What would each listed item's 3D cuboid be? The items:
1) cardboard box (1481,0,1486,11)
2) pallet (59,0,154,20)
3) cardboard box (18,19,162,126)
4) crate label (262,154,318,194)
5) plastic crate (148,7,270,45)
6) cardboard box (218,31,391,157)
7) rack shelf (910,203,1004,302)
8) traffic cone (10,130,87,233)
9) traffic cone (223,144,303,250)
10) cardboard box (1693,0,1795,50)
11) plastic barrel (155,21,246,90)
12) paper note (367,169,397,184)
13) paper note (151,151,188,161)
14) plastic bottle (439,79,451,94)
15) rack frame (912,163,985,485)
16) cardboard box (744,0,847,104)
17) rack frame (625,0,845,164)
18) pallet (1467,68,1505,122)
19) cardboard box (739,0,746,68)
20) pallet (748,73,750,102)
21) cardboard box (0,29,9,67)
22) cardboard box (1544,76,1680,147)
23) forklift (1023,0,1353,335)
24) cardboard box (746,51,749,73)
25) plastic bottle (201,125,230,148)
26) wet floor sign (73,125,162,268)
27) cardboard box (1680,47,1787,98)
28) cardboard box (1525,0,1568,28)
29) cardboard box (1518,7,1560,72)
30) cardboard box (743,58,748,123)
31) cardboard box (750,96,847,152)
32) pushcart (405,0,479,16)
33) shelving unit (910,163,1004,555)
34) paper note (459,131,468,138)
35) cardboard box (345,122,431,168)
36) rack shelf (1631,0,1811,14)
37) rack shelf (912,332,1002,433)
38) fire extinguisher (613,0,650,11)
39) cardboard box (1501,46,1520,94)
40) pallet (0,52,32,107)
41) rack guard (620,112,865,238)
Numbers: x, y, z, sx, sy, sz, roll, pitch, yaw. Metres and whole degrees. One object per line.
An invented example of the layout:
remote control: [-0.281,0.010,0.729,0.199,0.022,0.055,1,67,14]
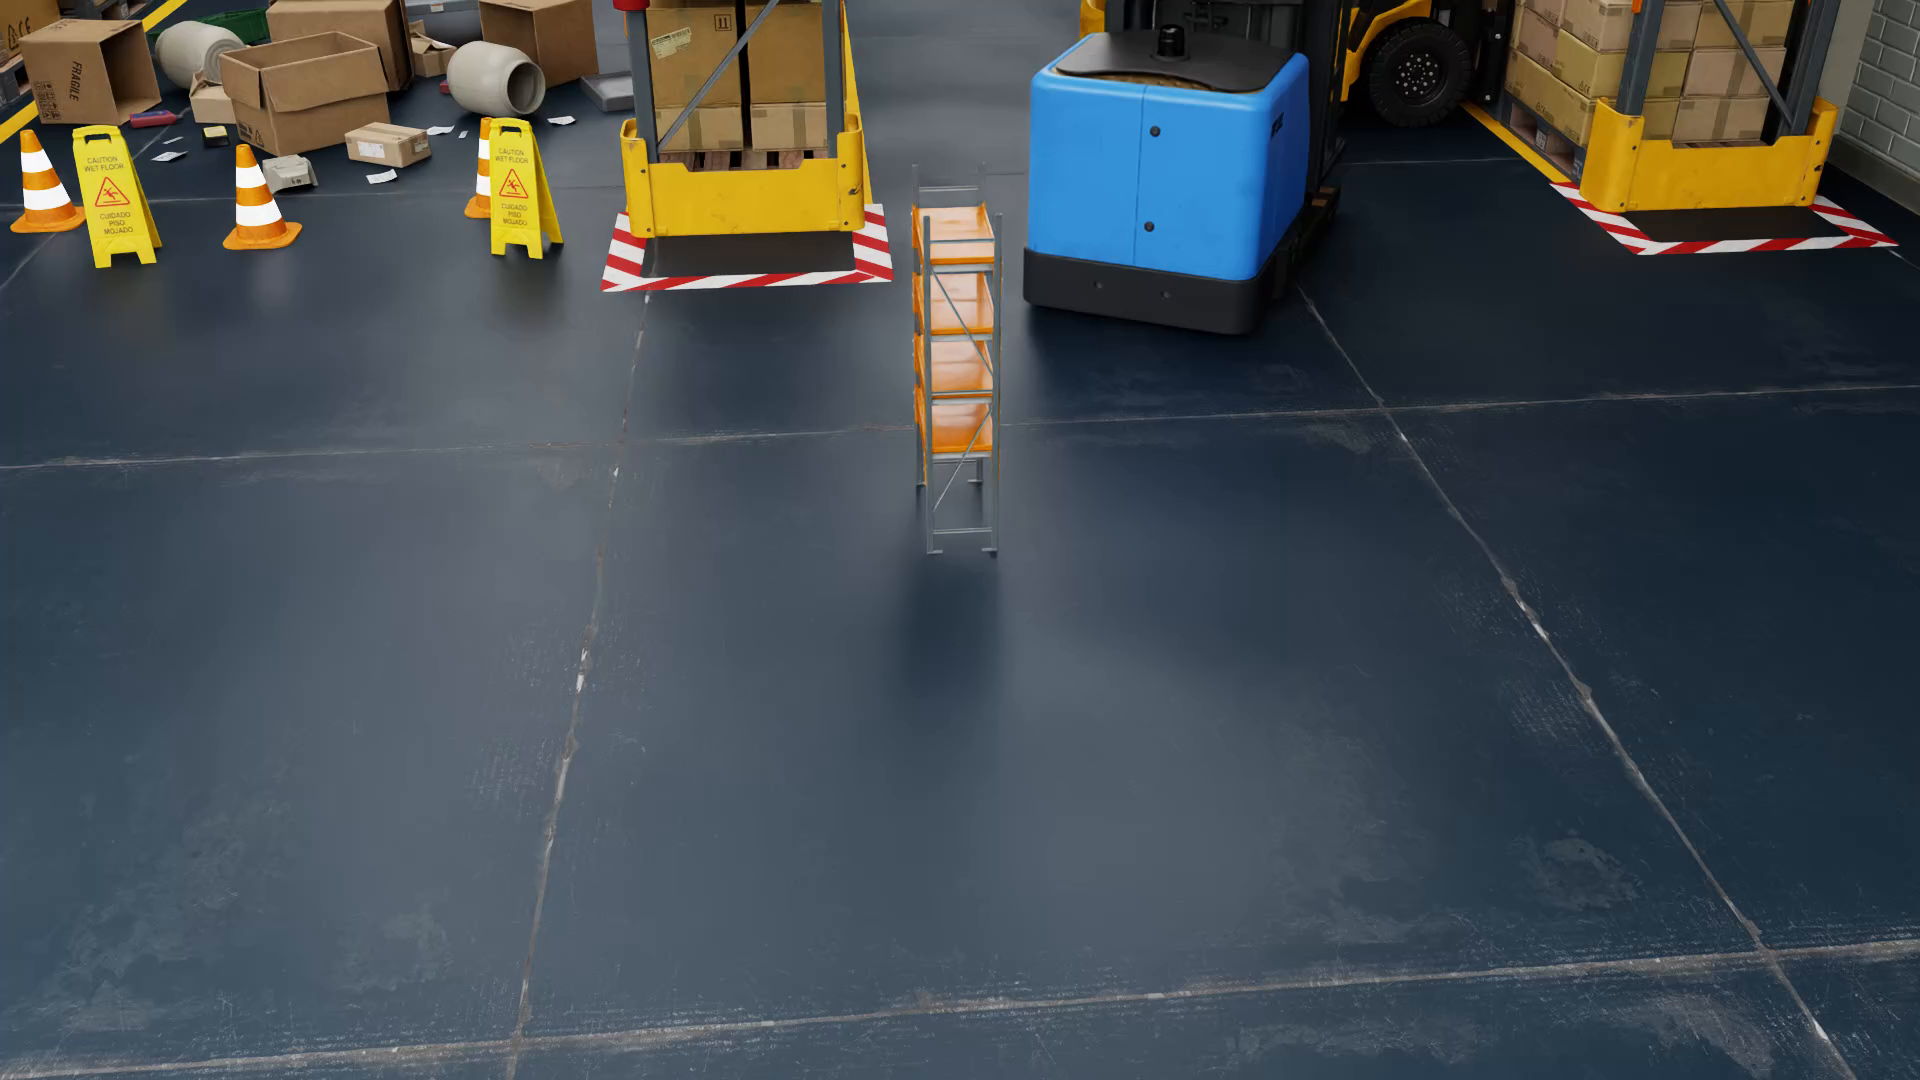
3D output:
cardboard box: [3.369,-3.326,10.178,0.500,0.250,0.500,-3,31,-5]
pallet: [-6.507,-3.810,11.923,1.003,0.211,1.213,-3,31,-5]
cardboard box: [-5.193,-2.802,9.950,0.500,0.500,0.500,2,31,4]
crate label: [-3.600,-1.964,8.904,0.250,0.136,0.298,-20,36,-30]
plastic crate: [-5.039,-3.409,11.217,0.450,0.188,0.662,4,30,26]
cardboard box: [-3.752,-2.567,9.557,0.637,0.503,0.797,27,40,37]
rack shelf: [-0.016,-0.937,5.382,0.258,0.148,0.480,-3,31,-5]
traffic cone: [-4.622,-1.825,8.354,0.336,0.463,0.334,-3,31,-5]
traffic cone: [-3.465,-1.705,8.154,0.336,0.463,0.334,-3,31,-5]
cardboard box: [4.018,-2.787,8.787,0.500,0.250,0.500,-3,31,-5]
plastic barrel: [-4.726,-3.005,10.369,0.512,0.421,0.421,20,36,29]
paper note: [-3.137,-1.976,9.029,0.148,0.019,0.142,-14,33,-22]
paper note: [-4.438,-2.160,9.338,0.144,0.017,0.142,8,32,13]
plastic bottle: [-3.187,-2.896,10.538,0.133,0.061,0.283,2,31,4]
rack frame: [-0.038,-0.724,5.792,0.240,1.200,0.015,-3,31,-5]
cardboard box: [-0.870,-2.623,8.756,0.500,0.500,0.500,-4,31,-6]
rack frame: [-1.067,-2.864,7.619,1.000,3.000,0.127,-3,31,-5]
pallet: [3.651,-2.916,10.426,1.003,0.211,1.213,-3,31,-5]
cardboard box: [-1.454,-2.848,9.134,0.500,0.500,0.500,-2,31,-3]
pallet: [-1.226,-2.743,10.137,1.003,0.211,1.213,-3,31,-5]
cardboard box: [-6.283,-3.101,9.678,0.875,0.875,0.875,-3,31,-4]
cardboard box: [3.516,-2.328,8.994,0.500,0.250,0.500,-3,31,-4]
forklift: [1.299,-2.873,7.701,1.130,2.935,3.031,12,33,19]
cardboard box: [-1.541,-3.049,10.201,0.500,0.250,0.500,-3,31,-5]
plastic bottle: [-4.304,-2.339,9.606,0.133,0.061,0.283,-14,33,-22]
wet floor sign: [-4.012,-1.644,7.873,0.267,0.644,0.232,-8,32,-13]
cardboard box: [4.037,-2.568,8.908,0.500,0.250,0.500,-2,31,-4]
cardboard box: [3.467,-3.013,9.166,0.500,0.250,0.500,-2,31,-4]
cardboard box: [3.482,-2.808,9.310,0.500,0.250,0.500,-3,31,-5]
cardboard box: [-1.451,-2.528,9.329,0.500,0.250,0.500,-3,31,-4]
cardboard box: [-0.867,-2.289,8.928,0.500,0.250,0.500,-3,31,-5]
pushcart: [-3.706,-3.645,11.485,1.648,0.377,0.936,-14,33,-22]
shelving unit: [-0.015,-0.600,5.584,0.258,1.200,0.503,-3,31,-5]
paper note: [-2.899,-2.368,9.704,0.032,0.001,0.123,-3,31,-5]
cardboard box: [-3.201,-2.212,9.308,0.380,0.149,0.250,13,33,21]
rack shelf: [3.688,-3.816,9.914,1.077,0.370,4.000,-3,31,-5]
rack shelf: [-0.015,-0.542,5.618,0.258,0.148,0.480,-3,31,-5]
fire extinguisher: [-1.515,-2.750,7.504,0.296,0.674,0.183,-3,31,-5]
cardboard box: [3.441,-2.838,9.848,0.500,0.250,0.500,-2,31,-4]
pallet: [-6.367,-3.028,10.613,1.003,0.211,1.213,-3,31,-5]
rack guard: [-1.074,-1.829,8.325,1.175,0.500,0.348,-3,31,-5]
